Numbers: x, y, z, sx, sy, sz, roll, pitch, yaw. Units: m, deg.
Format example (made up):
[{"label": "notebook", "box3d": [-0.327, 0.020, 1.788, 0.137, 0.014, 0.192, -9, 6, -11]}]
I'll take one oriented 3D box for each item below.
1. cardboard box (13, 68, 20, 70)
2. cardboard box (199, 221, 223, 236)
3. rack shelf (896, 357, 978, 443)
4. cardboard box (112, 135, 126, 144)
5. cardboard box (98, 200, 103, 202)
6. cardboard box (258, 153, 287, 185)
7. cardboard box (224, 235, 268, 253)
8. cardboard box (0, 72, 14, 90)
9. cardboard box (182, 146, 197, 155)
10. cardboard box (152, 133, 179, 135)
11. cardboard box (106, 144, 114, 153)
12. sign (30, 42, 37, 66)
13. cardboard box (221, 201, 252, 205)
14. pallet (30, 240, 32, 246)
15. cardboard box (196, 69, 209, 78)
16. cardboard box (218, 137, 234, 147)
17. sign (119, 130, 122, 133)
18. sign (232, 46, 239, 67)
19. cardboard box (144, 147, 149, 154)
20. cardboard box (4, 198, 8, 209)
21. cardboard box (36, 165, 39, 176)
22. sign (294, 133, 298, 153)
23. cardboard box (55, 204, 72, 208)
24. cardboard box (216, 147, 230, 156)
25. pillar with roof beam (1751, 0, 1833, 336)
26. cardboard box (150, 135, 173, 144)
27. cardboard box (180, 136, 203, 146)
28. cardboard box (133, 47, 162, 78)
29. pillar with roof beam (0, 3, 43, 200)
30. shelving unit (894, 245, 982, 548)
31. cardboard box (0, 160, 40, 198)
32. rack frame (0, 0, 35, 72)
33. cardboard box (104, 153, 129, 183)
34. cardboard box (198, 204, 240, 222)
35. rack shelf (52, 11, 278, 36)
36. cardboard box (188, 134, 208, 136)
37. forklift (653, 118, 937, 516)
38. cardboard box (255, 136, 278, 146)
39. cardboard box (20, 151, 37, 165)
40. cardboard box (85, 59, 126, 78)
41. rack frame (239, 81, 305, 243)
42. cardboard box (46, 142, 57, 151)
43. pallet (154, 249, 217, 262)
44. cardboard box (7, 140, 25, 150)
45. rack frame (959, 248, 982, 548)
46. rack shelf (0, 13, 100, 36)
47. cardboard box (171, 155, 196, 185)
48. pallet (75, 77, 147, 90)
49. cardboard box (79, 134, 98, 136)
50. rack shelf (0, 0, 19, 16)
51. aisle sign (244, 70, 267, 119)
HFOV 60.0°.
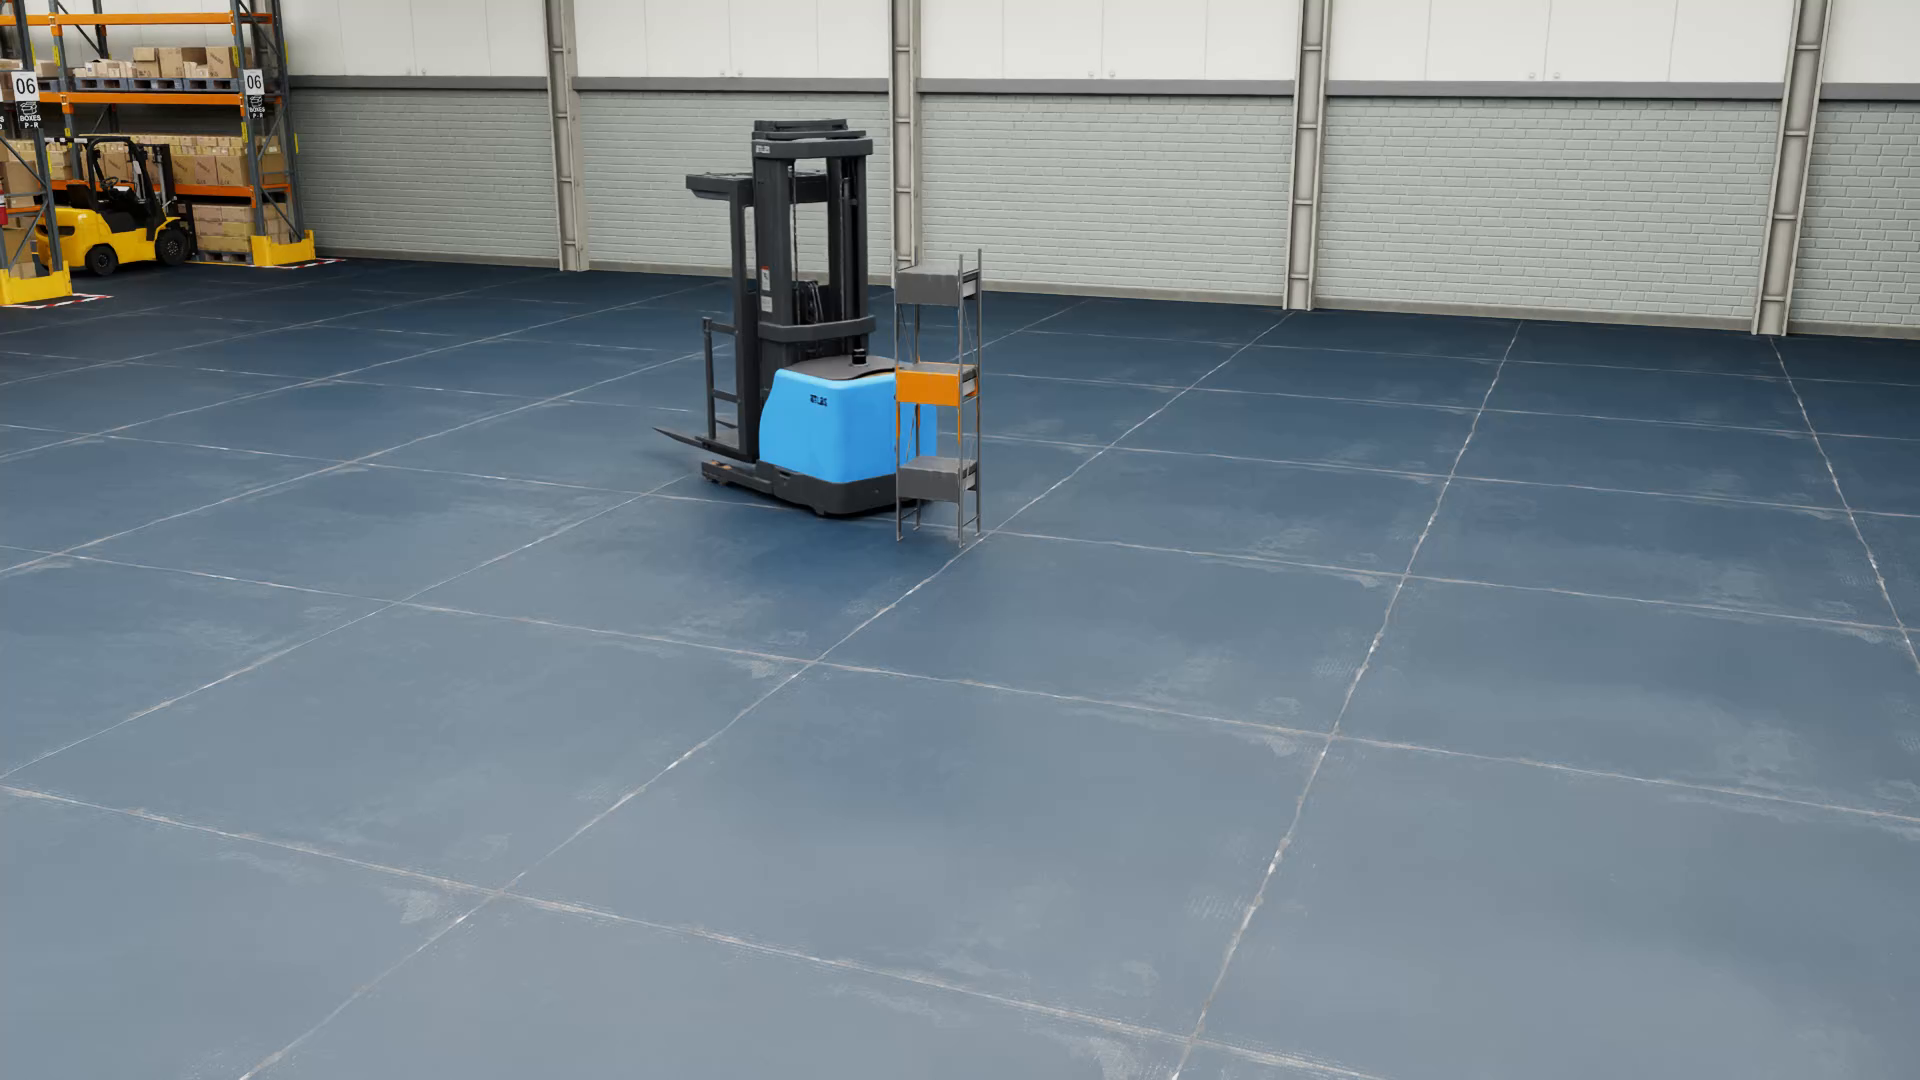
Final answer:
[{"label": "cardboard box", "box3d": [-16.517, -8.250, 29.348, 0.250, 0.149, 0.380, 6, 17, 20]}, {"label": "cardboard box", "box3d": [-12.691, -5.381, 28.612, 0.500, 0.250, 0.500, 6, 17, 20]}, {"label": "rack shelf", "box3d": [-0.154, -1.012, 11.943, 0.480, 0.518, 0.431, 6, 17, 21]}, {"label": "cardboard box", "box3d": [-14.476, -6.959, 28.888, 0.250, 0.149, 0.380, 7, 17, 22]}, {"label": "cardboard box", "box3d": [-15.047, -5.877, 29.422, 0.500, 0.250, 0.500, 6, 17, 20]}, {"label": "cardboard box", "box3d": [-12.020, -6.408, 28.687, 0.500, 0.500, 0.500, 7, 18, 22]}, {"label": "cardboard box", "box3d": [-12.214, -5.084, 28.486, 0.500, 0.250, 0.500, 6, 17, 21]}, {"label": "cardboard box", "box3d": [-13.849, -6.581, 23.819, 0.500, 0.250, 0.500, 6, 17, 20]}, {"label": "cardboard box", "box3d": [-13.046, -6.664, 28.404, 0.250, 0.149, 0.380, 6, 17, 19]}, {"label": "cardboard box", "box3d": [-14.015, -7.093, 29.351, 0.250, 0.149, 0.380, 6, 17, 20]}, {"label": "cardboard box", "box3d": [-14.688, -6.860, 29.079, 0.250, 0.149, 0.380, 6, 17, 21]}, {"label": "sign", "box3d": [-13.280, -6.950, 23.787, 0.005, 0.325, 0.100, 6, 17, 21]}, {"label": "cardboard box", "box3d": [-12.505, -5.747, 28.975, 0.500, 0.250, 0.500, 6, 17, 21]}, {"label": "pallet", "box3d": [-17.221, -5.497, 30.729, 1.213, 0.211, 1.003, 6, 17, 21]}, {"label": "cardboard box", "box3d": [-12.543, -7.813, 27.843, 0.250, 0.149, 0.380, 6, 17, 19]}, {"label": "cardboard box", "box3d": [-12.313, -6.739, 28.129, 0.250, 0.149, 0.380, 6, 17, 21]}, {"label": "sign", "box3d": [-15.180, -7.244, 30.052, 0.005, 0.325, 0.100, 6, 17, 21]}, {"label": "sign", "box3d": [-11.873, -7.926, 27.267, 0.005, 0.325, 0.100, 6, 17, 21]}, {"label": "cardboard box", "box3d": [-14.002, -6.767, 28.759, 0.250, 0.149, 0.380, 6, 17, 19]}, {"label": "cardboard box", "box3d": [-13.905, -4.812, 23.818, 0.250, 0.149, 0.380, 7, 18, 22]}, {"label": "cardboard box", "box3d": [-16.417, -6.608, 29.824, 0.500, 0.250, 0.500, 6, 17, 20]}, {"label": "sign", "box3d": [-11.452, -6.834, 28.640, 0.005, 0.325, 0.100, 6, 17, 21]}, {"label": "cardboard box", "box3d": [-15.872, -5.758, 30.134, 0.625, 0.625, 0.875, 7, 18, 23]}, {"label": "cardboard box", "box3d": [-12.335, -6.578, 28.109, 0.250, 0.149, 0.380, 7, 17, 22]}, {"label": "pillar with roof beam", "box3d": [8.768, -5.852, 16.189, 0.400, 9.000, 9.100, 6, 17, 21]}, {"label": "cardboard box", "box3d": [-13.729, -6.907, 28.709, 0.250, 0.149, 0.380, 6, 17, 21]}, {"label": "cardboard box", "box3d": [-13.053, -6.801, 28.344, 0.250, 0.149, 0.380, 7, 18, 22]}, {"label": "cardboard box", "box3d": [-13.609, -8.160, 28.402, 0.637, 0.503, 0.797, 7, 18, 22]}, {"label": "pillar with roof beam", "box3d": [-19.139, -8.920, 26.760, 0.400, 9.000, 9.100, 6, 17, 21]}, {"label": "shelving unit", "box3d": [-0.154, -1.025, 11.939, 0.503, 2.100, 0.431, 6, 17, 21]}, {"label": "cardboard box", "box3d": [-13.818, -5.261, 24.201, 0.500, 0.500, 0.500, 6, 17, 20]}, {"label": "rack frame", "box3d": [-13.479, -7.830, 23.006, 0.127, 3.000, 1.000, 6, 17, 21]}, {"label": "cardboard box", "box3d": [-14.575, -6.532, 29.115, 0.500, 0.500, 0.500, 7, 17, 22]}, {"label": "cardboard box", "box3d": [-12.681, -5.615, 28.522, 0.500, 0.250, 0.500, 7, 17, 22]}, {"label": "rack shelf", "box3d": [-13.522, -8.785, 28.302, 4.000, 0.370, 1.077, 6, 17, 21]}, {"label": "cardboard box", "box3d": [-13.324, -6.995, 29.012, 0.250, 0.149, 0.380, 6, 17, 21]}, {"label": "forklift", "box3d": [-1.503, -1.937, 13.589, 1.130, 2.935, 3.031, -13, 21, -38]}, {"label": "cardboard box", "box3d": [-11.895, -6.829, 28.441, 0.250, 0.149, 0.380, 6, 17, 20]}, {"label": "cardboard box", "box3d": [-16.414, -6.849, 29.758, 0.500, 0.250, 0.500, 6, 17, 19]}, {"label": "cardboard box", "box3d": [-14.698, -8.145, 28.698, 0.500, 0.311, 0.500, 7, 17, 22]}, {"label": "rack frame", "box3d": [-11.661, -6.237, 28.278, 0.127, 3.000, 1.000, 6, 17, 21]}, {"label": "cardboard box", "box3d": [-16.028, -7.005, 29.580, 0.250, 0.149, 0.380, 6, 17, 20]}, {"label": "pallet", "box3d": [-13.519, -5.091, 29.330, 1.213, 0.211, 1.003, 6, 17, 21]}, {"label": "cardboard box", "box3d": [-16.981, -7.106, 29.929, 0.250, 0.149, 0.380, 6, 17, 21]}, {"label": "rack frame", "box3d": [0.073, -1.000, 11.853, 0.015, 2.100, 0.400, 6, 17, 21]}, {"label": "rack shelf", "box3d": [-17.243, -9.194, 29.712, 4.000, 0.370, 1.077, 6, 17, 21]}, {"label": "cardboard box", "box3d": [-13.171, -6.375, 28.574, 0.500, 0.500, 0.500, 6, 17, 20]}, {"label": "pallet", "box3d": [-14.579, -7.964, 29.004, 1.213, 0.211, 1.003, 6, 17, 21]}, {"label": "cardboard box", "box3d": [-15.195, -7.039, 29.164, 0.250, 0.149, 0.380, 7, 17, 22]}, {"label": "rack shelf", "box3d": [-15.339, -7.688, 23.811, 4.000, 0.370, 1.077, 6, 17, 21]}, {"label": "aisle sign", "box3d": [-11.708, -7.403, 27.630, 0.004, 0.787, 0.394, 6, 17, 21]}]
